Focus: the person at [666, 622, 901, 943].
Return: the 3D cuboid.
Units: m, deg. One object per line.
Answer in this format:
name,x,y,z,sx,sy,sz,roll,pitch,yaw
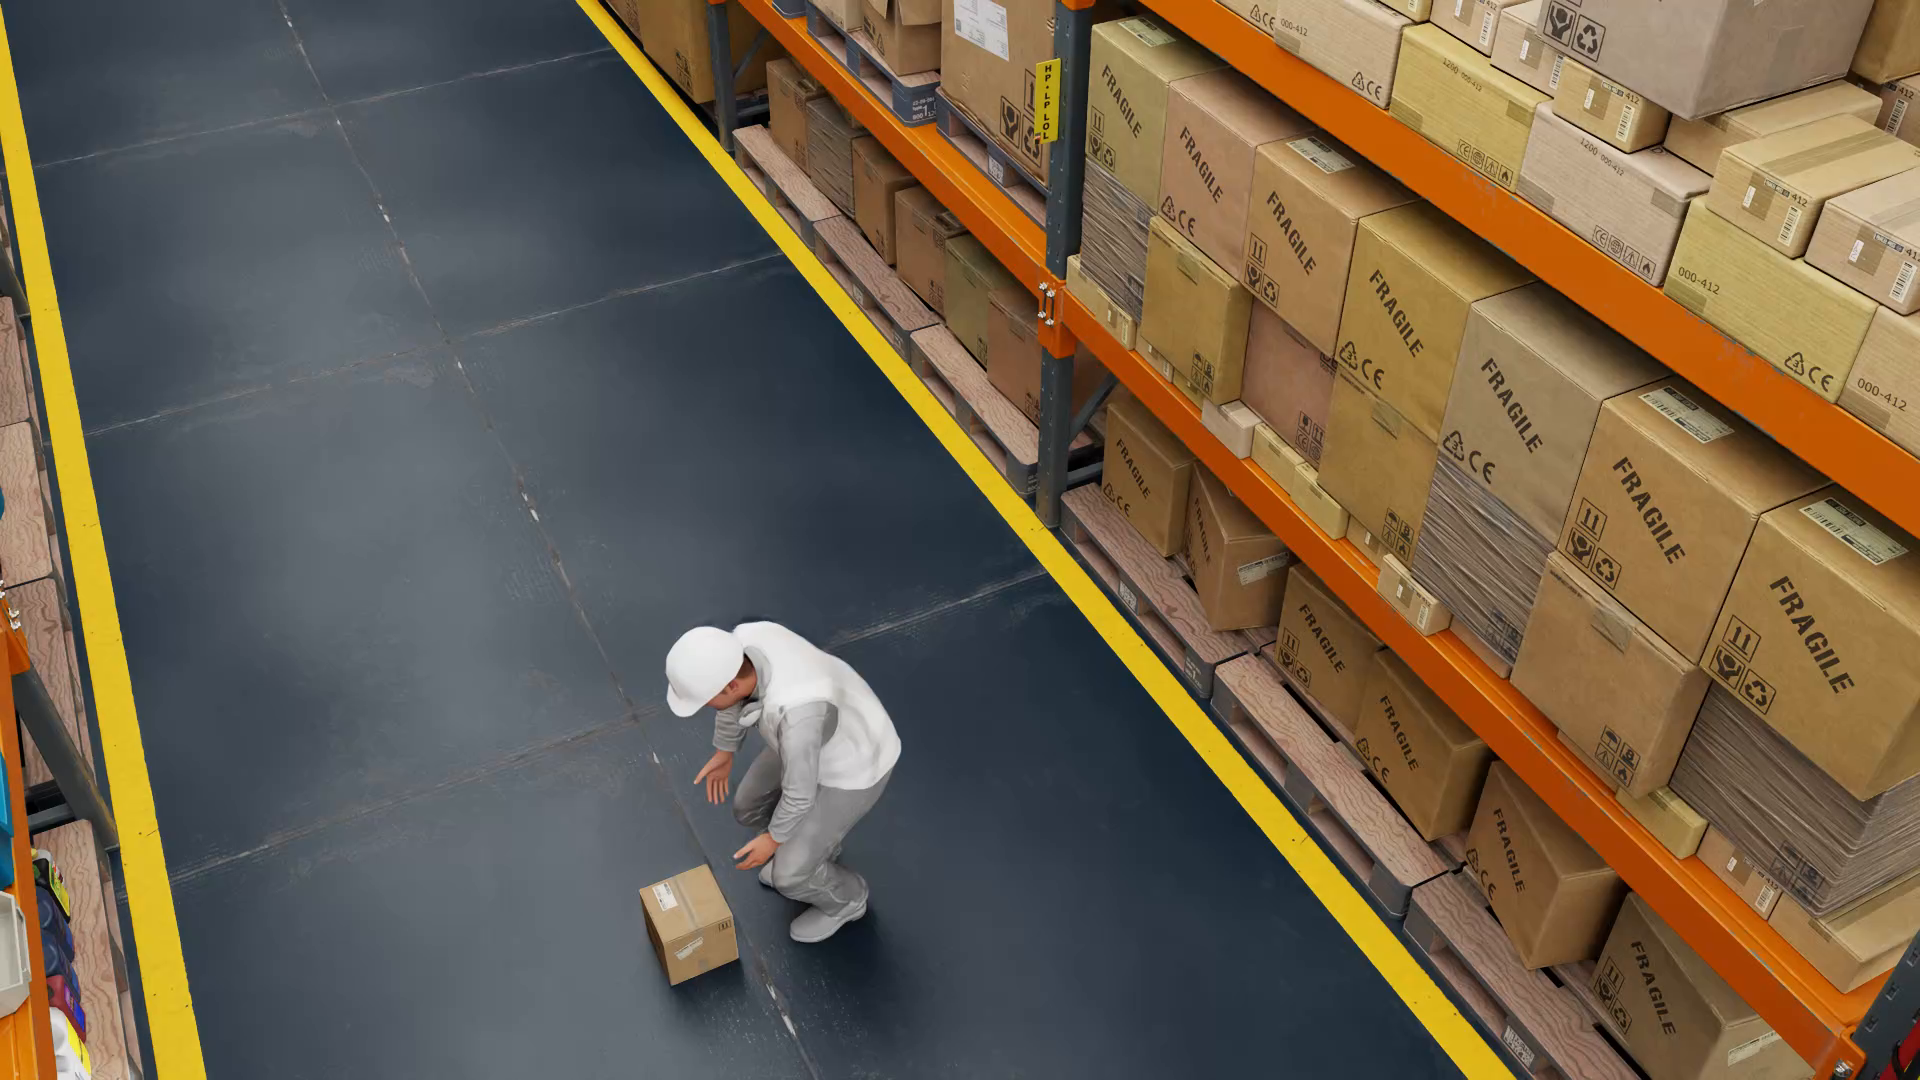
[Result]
person,-0.556,0.766,5.486,0.734,1.478,0.591,-19,44,-20
